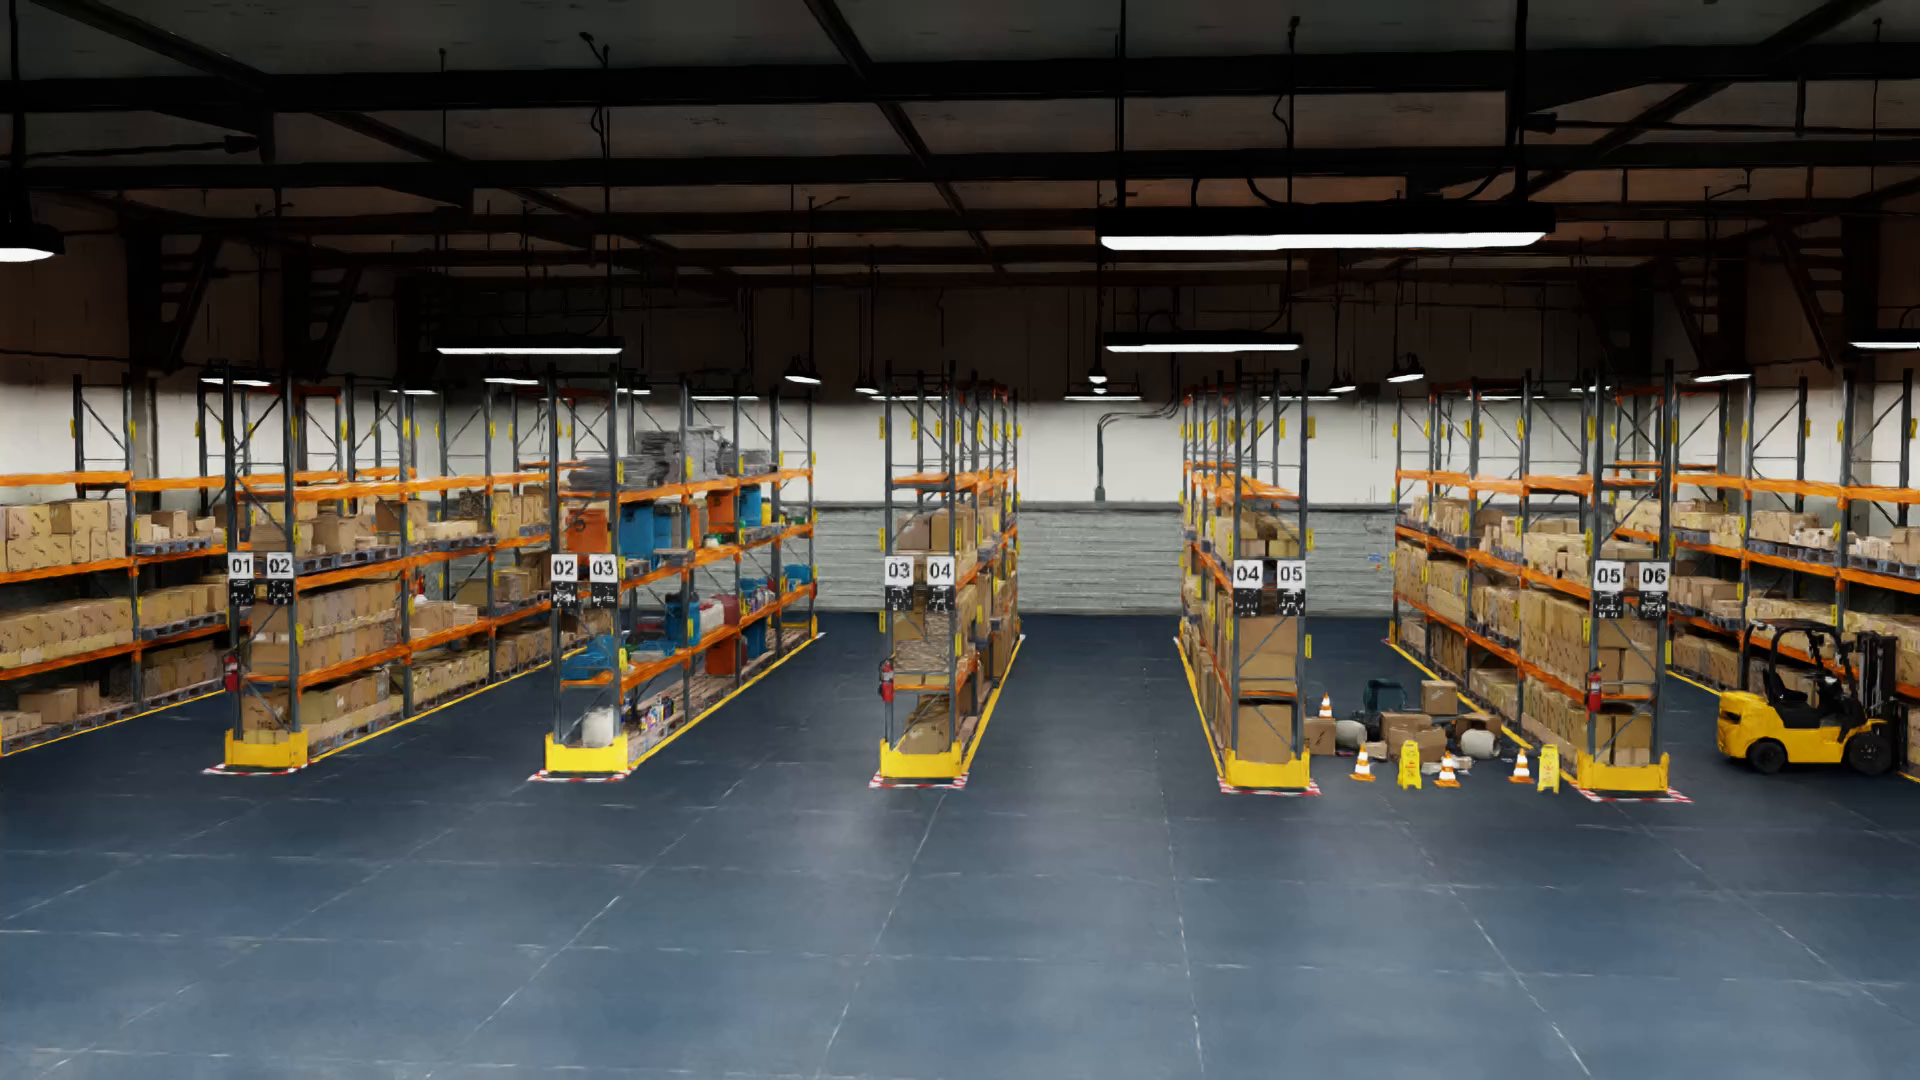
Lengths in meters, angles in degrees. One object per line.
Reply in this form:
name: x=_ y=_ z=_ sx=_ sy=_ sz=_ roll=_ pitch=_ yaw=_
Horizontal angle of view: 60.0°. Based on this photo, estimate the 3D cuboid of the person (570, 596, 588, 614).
person: x=-10.183 y=1.243 z=44.672 sx=0.559 sy=1.657 sz=0.571 roll=-2 pitch=4 yaw=-32

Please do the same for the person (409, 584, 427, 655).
person: x=-11.693 y=1.789 z=35.683 sx=0.598 sy=1.698 sz=1.180 roll=0 pitch=4 yaw=7

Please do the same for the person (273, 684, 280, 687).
person: x=-12.331 y=2.190 z=30.447 sx=0.456 sy=1.610 sz=1.019 roll=0 pitch=4 yaw=4
